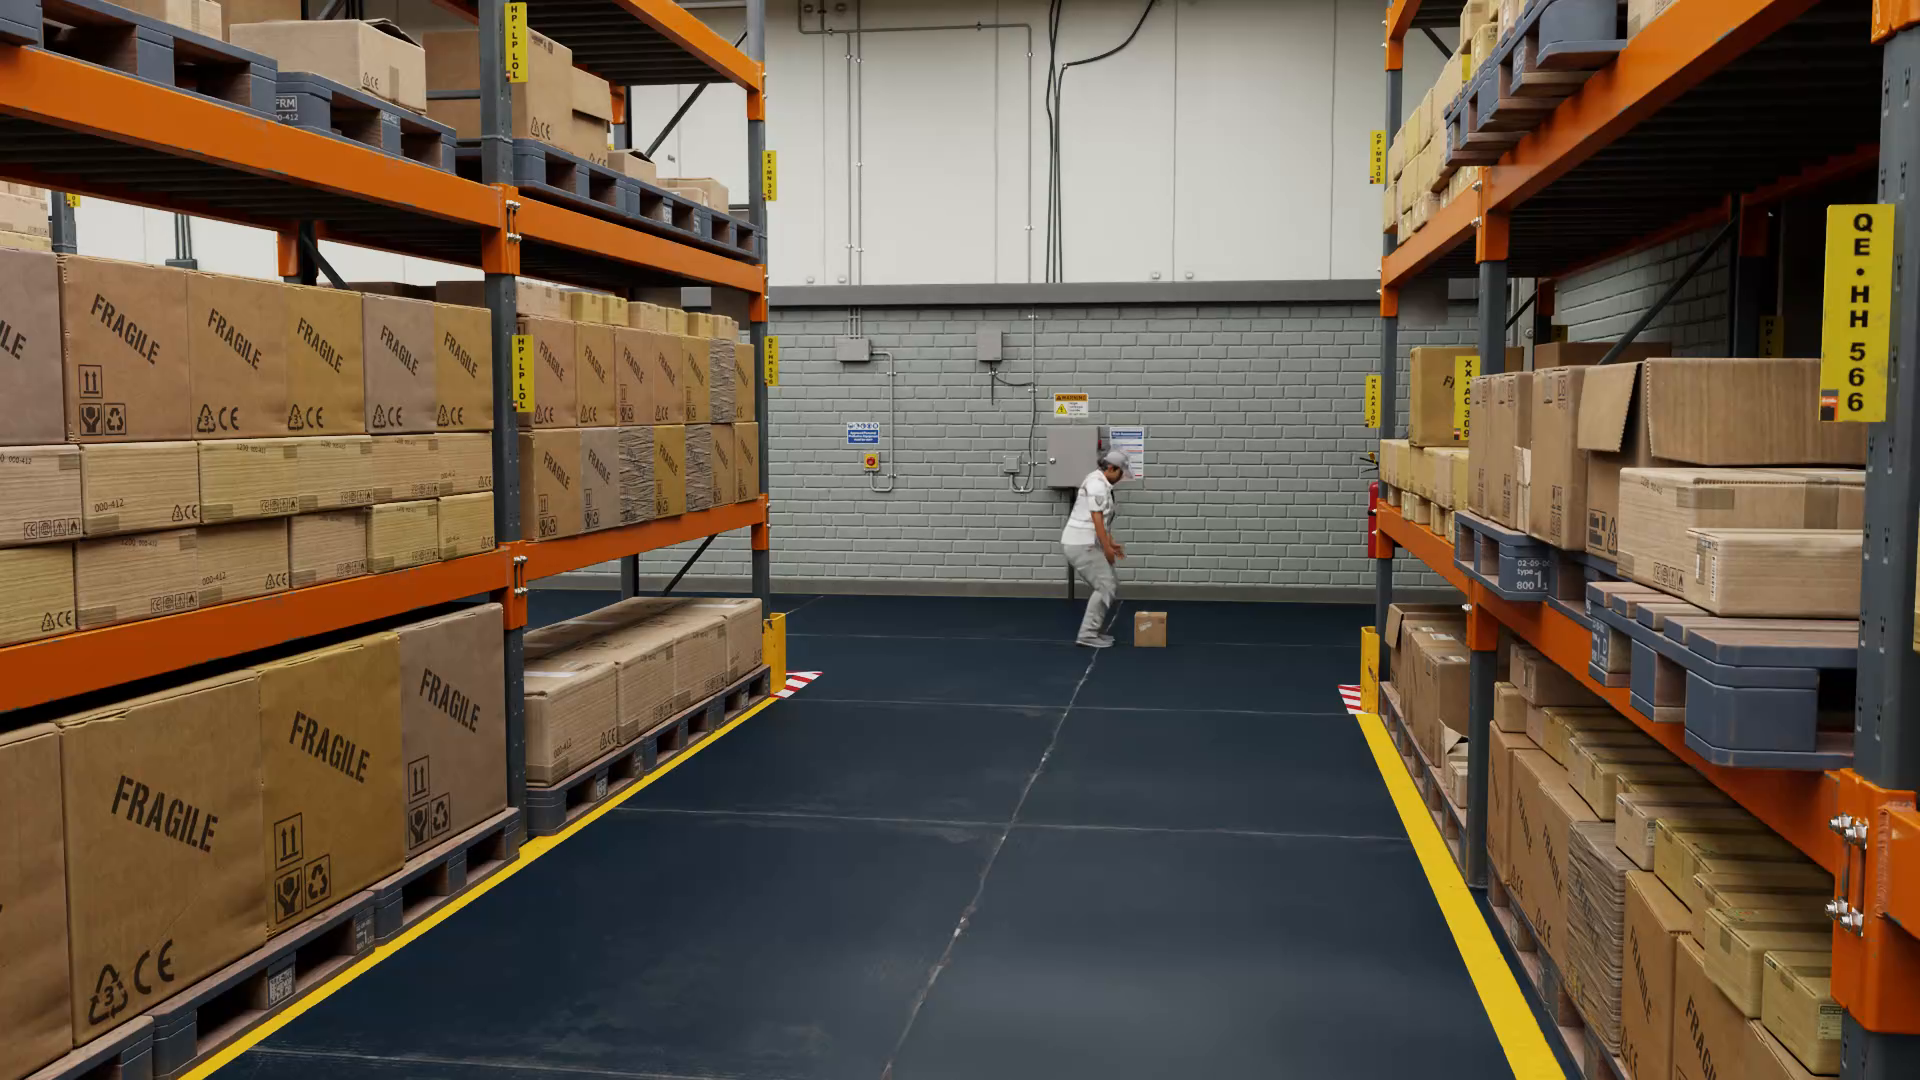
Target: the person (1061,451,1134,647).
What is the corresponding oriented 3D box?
[{"bbox_3d":[1.101,0.065,13.339,0.571,1.559,0.515,1,5,10],"label":"person"}]
